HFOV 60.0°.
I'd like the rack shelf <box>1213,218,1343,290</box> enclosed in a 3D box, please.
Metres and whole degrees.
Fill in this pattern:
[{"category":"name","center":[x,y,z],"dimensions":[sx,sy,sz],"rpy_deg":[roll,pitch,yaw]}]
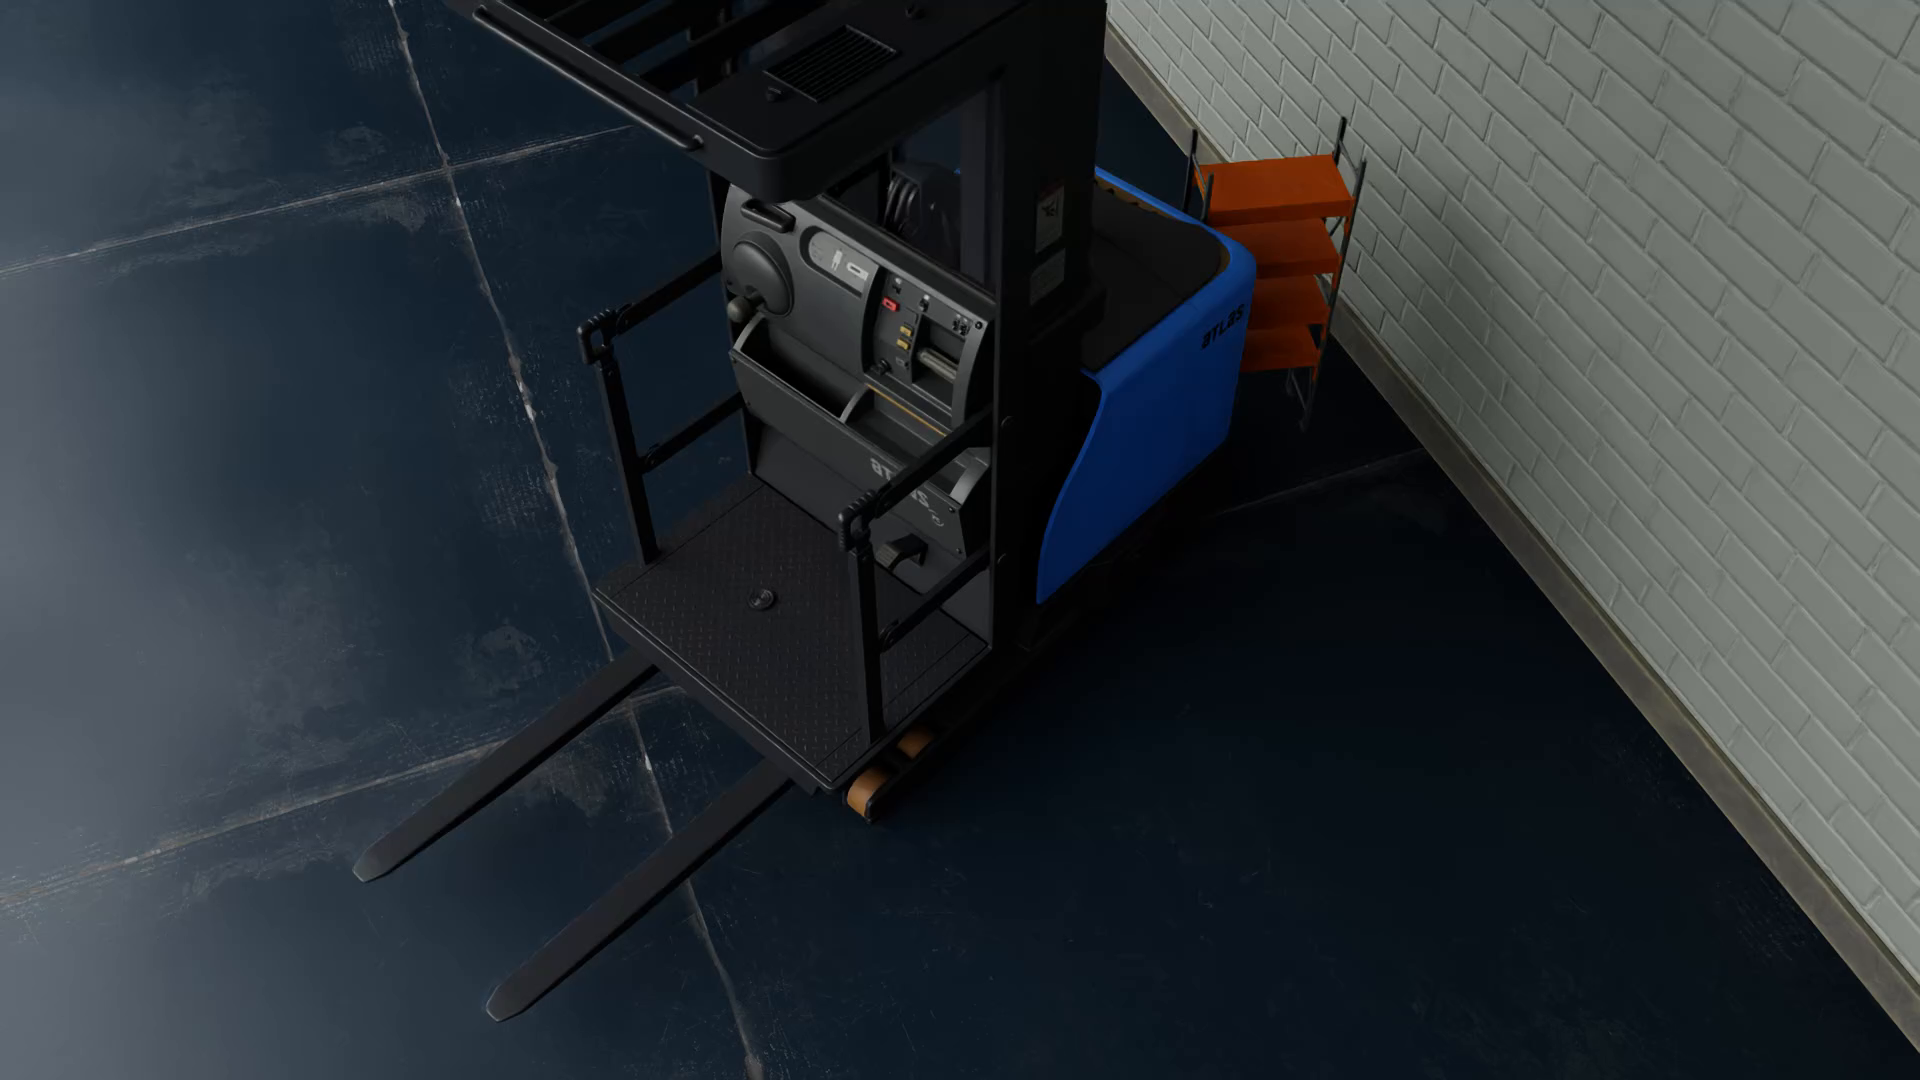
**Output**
[{"category":"rack shelf","center":[1.004,-0.954,5.572],"dimensions":[0.480,0.148,0.258],"rpy_deg":[-6,50,-5]}]

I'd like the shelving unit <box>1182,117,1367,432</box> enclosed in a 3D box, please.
[{"category":"shelving unit","center":[1.004,-0.852,5.691],"dimensions":[0.503,1.200,0.258],"rpy_deg":[-6,50,-5]}]

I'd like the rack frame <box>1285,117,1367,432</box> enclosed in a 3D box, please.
[{"category":"rack frame","center":[1.246,-0.877,5.712],"dimensions":[0.015,1.200,0.240],"rpy_deg":[-6,50,-5]}]

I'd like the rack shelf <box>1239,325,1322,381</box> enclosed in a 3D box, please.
[{"category":"rack shelf","center":[1.004,-0.679,5.892],"dimensions":[0.480,0.148,0.258],"rpy_deg":[-6,50,-5]}]

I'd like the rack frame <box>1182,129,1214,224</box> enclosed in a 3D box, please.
[{"category":"rack frame","center":[0.762,-0.827,5.669],"dimensions":[0.015,1.200,0.240],"rpy_deg":[-6,50,-5]}]

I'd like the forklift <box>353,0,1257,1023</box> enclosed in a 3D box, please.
[{"category":"forklift","center":[-0.436,-0.559,4.298],"dimensions":[1.130,2.935,3.031],"rpy_deg":[35,58,26]}]

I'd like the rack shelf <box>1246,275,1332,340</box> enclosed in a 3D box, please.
[{"category":"rack shelf","center":[1.004,-0.808,5.742],"dimensions":[0.480,0.148,0.258],"rpy_deg":[-6,50,-5]}]

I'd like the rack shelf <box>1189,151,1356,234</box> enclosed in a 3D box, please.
[{"category":"rack shelf","center":[1.004,-1.108,5.392],"dimensions":[0.480,0.148,0.258],"rpy_deg":[-6,50,-5]}]
